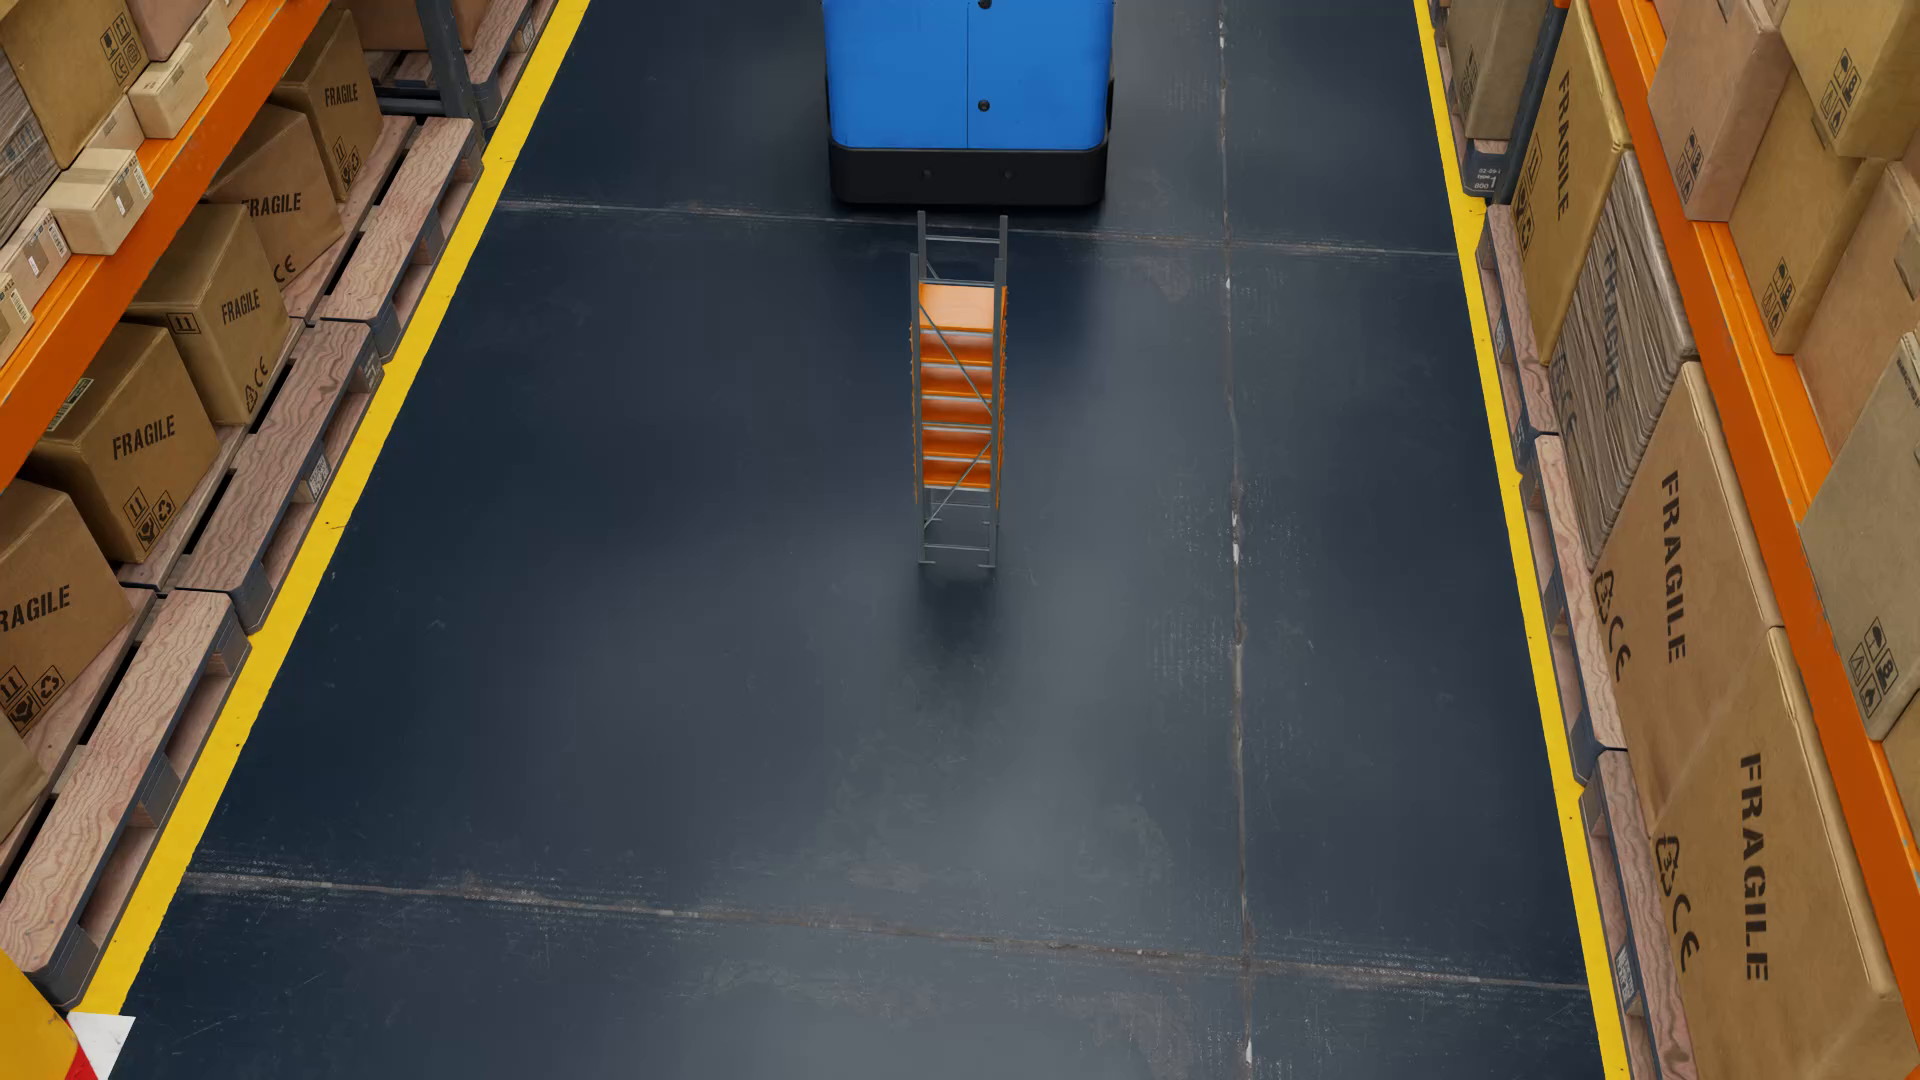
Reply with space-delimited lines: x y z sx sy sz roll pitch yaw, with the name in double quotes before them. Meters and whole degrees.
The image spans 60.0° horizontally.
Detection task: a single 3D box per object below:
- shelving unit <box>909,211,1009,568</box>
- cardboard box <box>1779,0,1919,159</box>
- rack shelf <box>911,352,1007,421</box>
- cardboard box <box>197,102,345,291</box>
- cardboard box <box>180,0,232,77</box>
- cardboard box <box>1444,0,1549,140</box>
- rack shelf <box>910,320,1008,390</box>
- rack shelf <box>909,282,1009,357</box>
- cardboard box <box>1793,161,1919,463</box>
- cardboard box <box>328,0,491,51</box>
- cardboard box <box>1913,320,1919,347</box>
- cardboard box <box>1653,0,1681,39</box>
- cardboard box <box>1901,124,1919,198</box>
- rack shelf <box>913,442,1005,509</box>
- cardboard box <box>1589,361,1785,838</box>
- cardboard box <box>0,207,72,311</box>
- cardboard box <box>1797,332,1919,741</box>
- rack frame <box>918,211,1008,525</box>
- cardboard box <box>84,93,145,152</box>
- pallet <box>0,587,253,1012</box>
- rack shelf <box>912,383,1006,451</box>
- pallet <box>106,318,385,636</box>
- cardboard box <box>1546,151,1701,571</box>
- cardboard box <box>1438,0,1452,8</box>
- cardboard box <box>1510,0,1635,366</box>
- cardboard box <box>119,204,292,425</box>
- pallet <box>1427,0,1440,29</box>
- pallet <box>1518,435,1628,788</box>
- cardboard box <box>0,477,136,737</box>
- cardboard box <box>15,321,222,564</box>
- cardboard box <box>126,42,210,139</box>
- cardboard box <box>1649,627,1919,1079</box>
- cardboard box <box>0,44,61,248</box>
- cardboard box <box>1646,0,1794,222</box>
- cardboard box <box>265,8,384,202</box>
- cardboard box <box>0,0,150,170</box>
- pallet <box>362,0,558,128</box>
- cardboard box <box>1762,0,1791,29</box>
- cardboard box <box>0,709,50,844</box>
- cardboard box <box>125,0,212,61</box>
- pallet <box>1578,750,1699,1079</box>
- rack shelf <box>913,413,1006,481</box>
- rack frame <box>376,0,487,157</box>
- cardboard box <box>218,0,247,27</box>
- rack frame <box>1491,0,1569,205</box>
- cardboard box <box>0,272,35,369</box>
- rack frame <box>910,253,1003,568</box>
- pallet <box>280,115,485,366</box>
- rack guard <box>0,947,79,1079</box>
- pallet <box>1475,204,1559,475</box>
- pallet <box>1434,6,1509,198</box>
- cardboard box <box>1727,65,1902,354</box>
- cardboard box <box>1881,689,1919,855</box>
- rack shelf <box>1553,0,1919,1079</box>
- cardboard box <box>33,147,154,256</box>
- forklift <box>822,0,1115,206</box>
"shelving unit" -0.001 -0.394 4.798 0.258 1.200 0.189 4 48 4
"cardboard box" 2.291 -1.141 3.427 0.875 0.550 0.500 4 48 4
"rack shelf" -0.001 -0.445 4.742 0.258 0.103 0.180 4 48 4
"cardboard box" -2.531 -1.177 5.703 0.500 0.500 0.500 18 50 16
"cardboard box" -2.301 -1.414 4.681 0.380 0.149 0.250 4 48 4
"cardboard box" 2.487 -2.029 6.313 1.050 0.750 0.750 4 48 3
"rack shelf" -0.001 -0.526 4.653 0.258 0.103 0.180 4 48 4
"rack shelf" -0.001 -0.607 4.565 0.258 0.103 0.180 4 48 4
"cardboard box" 2.348 -0.380 3.463 0.875 0.550 0.550 4 48 4
"cardboard box" -2.333 -2.346 6.759 0.700 0.500 0.500 1 48 1
"cardboard box" 2.186 -0.340 2.695 0.875 0.550 0.550 4 48 4
"cardboard box" 2.470 -1.557 4.540 0.875 0.550 0.550 4 48 4
"cardboard box" 2.372 -0.742 3.063 0.875 0.550 0.550 4 48 4
"rack shelf" -0.001 -0.202 5.007 0.258 0.103 0.180 4 48 4
"cardboard box" 2.229 0.181 4.207 0.875 0.875 0.875 3 48 3
"cardboard box" -2.404 -0.680 4.009 0.380 0.149 0.250 4 48 4
"cardboard box" 2.172 0.024 3.094 0.875 0.550 0.550 4 48 4
"rack frame" 0.007 -0.462 4.859 0.240 1.200 0.006 4 48 4
"cardboard box" -2.388 -1.049 4.347 0.380 0.149 0.250 4 48 4
"pallet" -2.659 0.638 4.523 1.003 0.211 1.213 4 48 4
"rack shelf" -0.001 -0.364 4.830 0.258 0.103 0.180 4 48 4
"pallet" -2.545 -0.256 5.341 1.003 0.211 1.213 4 48 4
"cardboard box" 2.314 -0.488 4.819 0.875 0.875 0.875 4 48 4
"cardboard box" 2.578 -2.737 6.961 1.050 0.750 0.750 4 48 4
"cardboard box" 2.393 -1.151 5.425 0.875 0.875 0.875 5 48 4
"cardboard box" -2.510 -0.716 5.281 0.500 0.500 0.500 0 48 0
"pallet" 2.624 -2.714 7.589 1.003 0.211 1.213 4 48 4
"pallet" 2.264 0.210 4.915 1.003 0.211 1.213 4 48 4
"cardboard box" -2.681 0.150 4.489 0.500 0.500 0.500 15 49 14
"cardboard box" -2.605 -0.309 4.909 0.500 0.500 0.500 8 48 7
"cardboard box" -2.289 -1.228 4.510 0.380 0.149 0.250 4 48 4
"cardboard box" 2.151 0.828 3.615 0.875 0.875 0.875 4 48 4
"cardboard box" -2.683 -0.929 3.797 0.875 0.500 0.500 4 48 4
"cardboard box" 2.304 -1.168 4.184 0.875 0.550 0.550 4 48 4
"cardboard box" -2.487 -1.599 6.089 0.500 0.500 0.500 3 48 2
"cardboard box" -2.626 -1.295 4.133 0.875 0.500 0.500 4 48 4
"pallet" -2.341 -2.223 7.140 1.003 0.211 1.213 4 48 4
"cardboard box" 2.331 -1.531 3.784 0.875 0.550 0.550 4 48 4
"cardboard box" -2.701 0.592 4.085 0.500 0.500 0.500 12 49 11
"cardboard box" -2.539 -1.660 4.466 0.875 0.500 0.500 4 48 4
"pallet" 2.150 1.104 4.097 1.003 0.211 1.213 4 48 4
"rack shelf" -0.001 -0.283 4.919 0.258 0.103 0.180 4 48 4
"rack frame" -2.410 -2.592 5.588 1.000 3.000 0.127 4 48 4
"cardboard box" -2.318 -1.600 4.851 0.380 0.149 0.250 4 48 4
"rack frame" 2.520 -2.184 5.215 1.000 3.000 0.127 4 48 4
"cardboard box" -2.400 -0.494 3.840 0.380 0.149 0.250 4 48 4
"rack frame" -0.010 -0.327 4.736 0.240 1.200 0.006 4 48 4
"pallet" -2.436 -1.155 6.163 1.003 0.211 1.213 4 48 4
"rack guard" -2.768 1.135 3.873 1.175 0.500 0.348 4 48 4
"pallet" 2.373 -0.689 5.737 1.003 0.211 1.213 4 48 4
"pallet" 2.515 -1.815 6.767 1.003 0.211 1.213 4 48 4
"cardboard box" 2.355 -0.772 3.821 0.875 0.550 0.500 4 48 4
"cardboard box" 2.144 0.429 2.723 0.875 0.550 0.550 4 48 4
"rack shelf" 2.337 -0.471 4.136 1.077 0.370 4.000 4 48 4
"cardboard box" -2.278 -0.857 4.171 0.380 0.149 0.250 4 48 4
"forklift" 0.053 -3.333 6.312 1.130 2.935 3.031 1 48 1
